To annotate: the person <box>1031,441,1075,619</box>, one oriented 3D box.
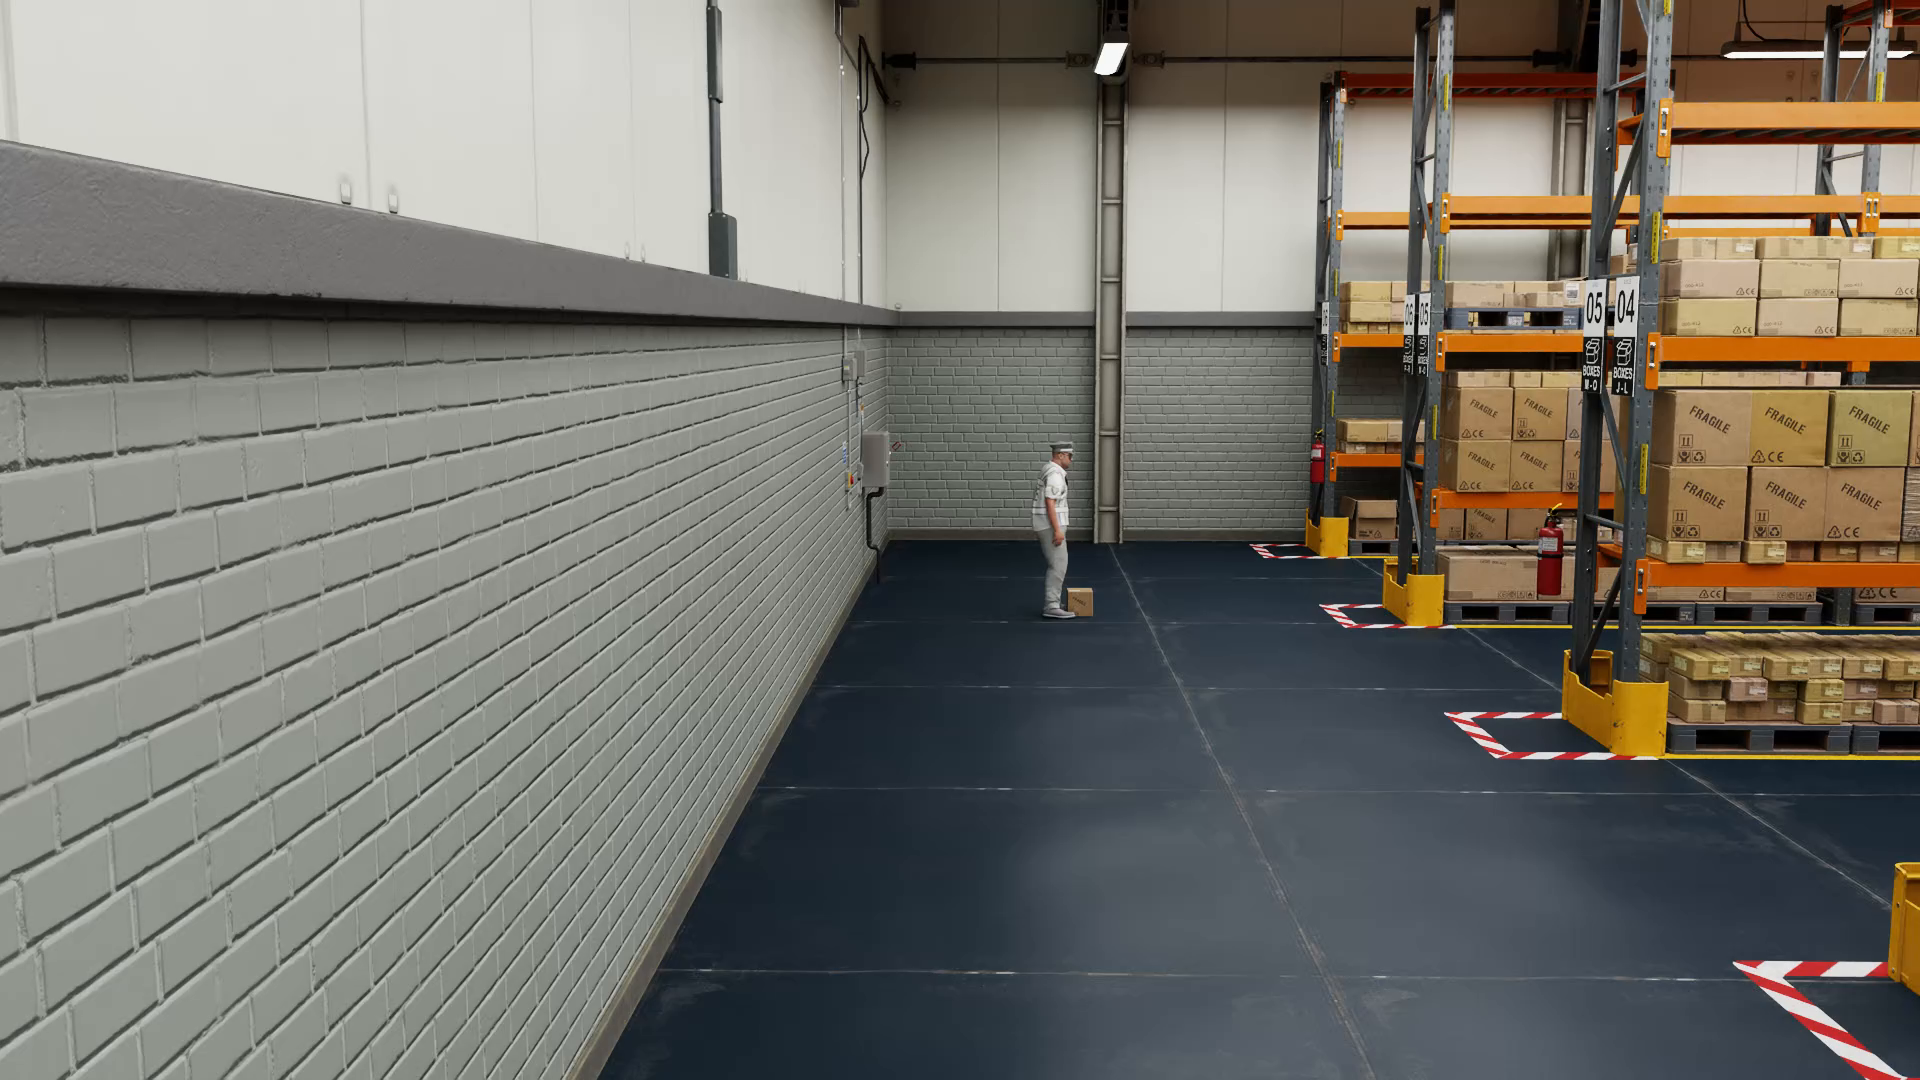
[{"bbox_3d":[0.948,-0.116,16.665,0.472,1.747,0.585,0,7,1],"label":"person"}]
